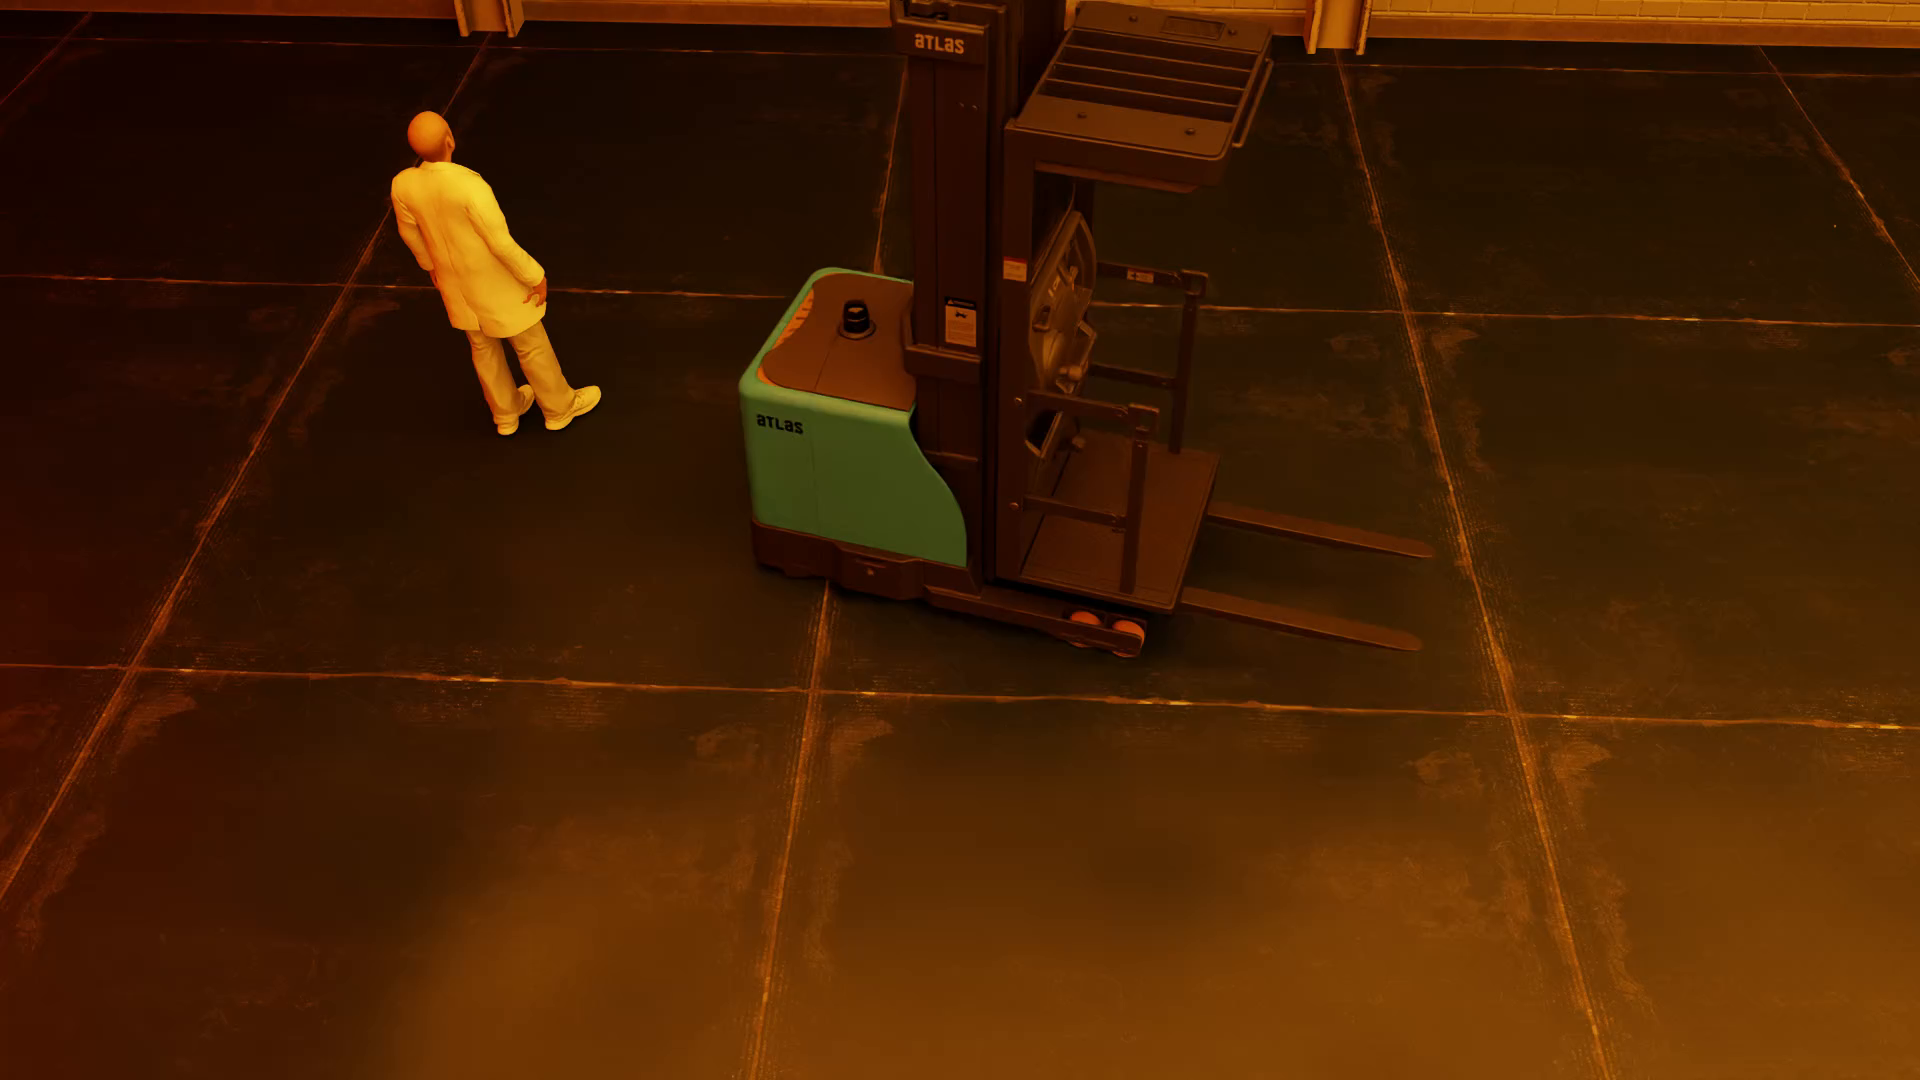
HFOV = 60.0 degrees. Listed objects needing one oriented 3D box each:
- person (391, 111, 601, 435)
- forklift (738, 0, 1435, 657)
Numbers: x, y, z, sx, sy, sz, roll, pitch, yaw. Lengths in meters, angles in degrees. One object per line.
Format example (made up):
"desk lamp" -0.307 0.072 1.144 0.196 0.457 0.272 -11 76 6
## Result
"person" -2.262 -1.305 8.017 0.695 1.776 0.583 14 44 15
"forklift" 0.610 -0.968 6.803 3.031 2.935 1.130 12 44 13
